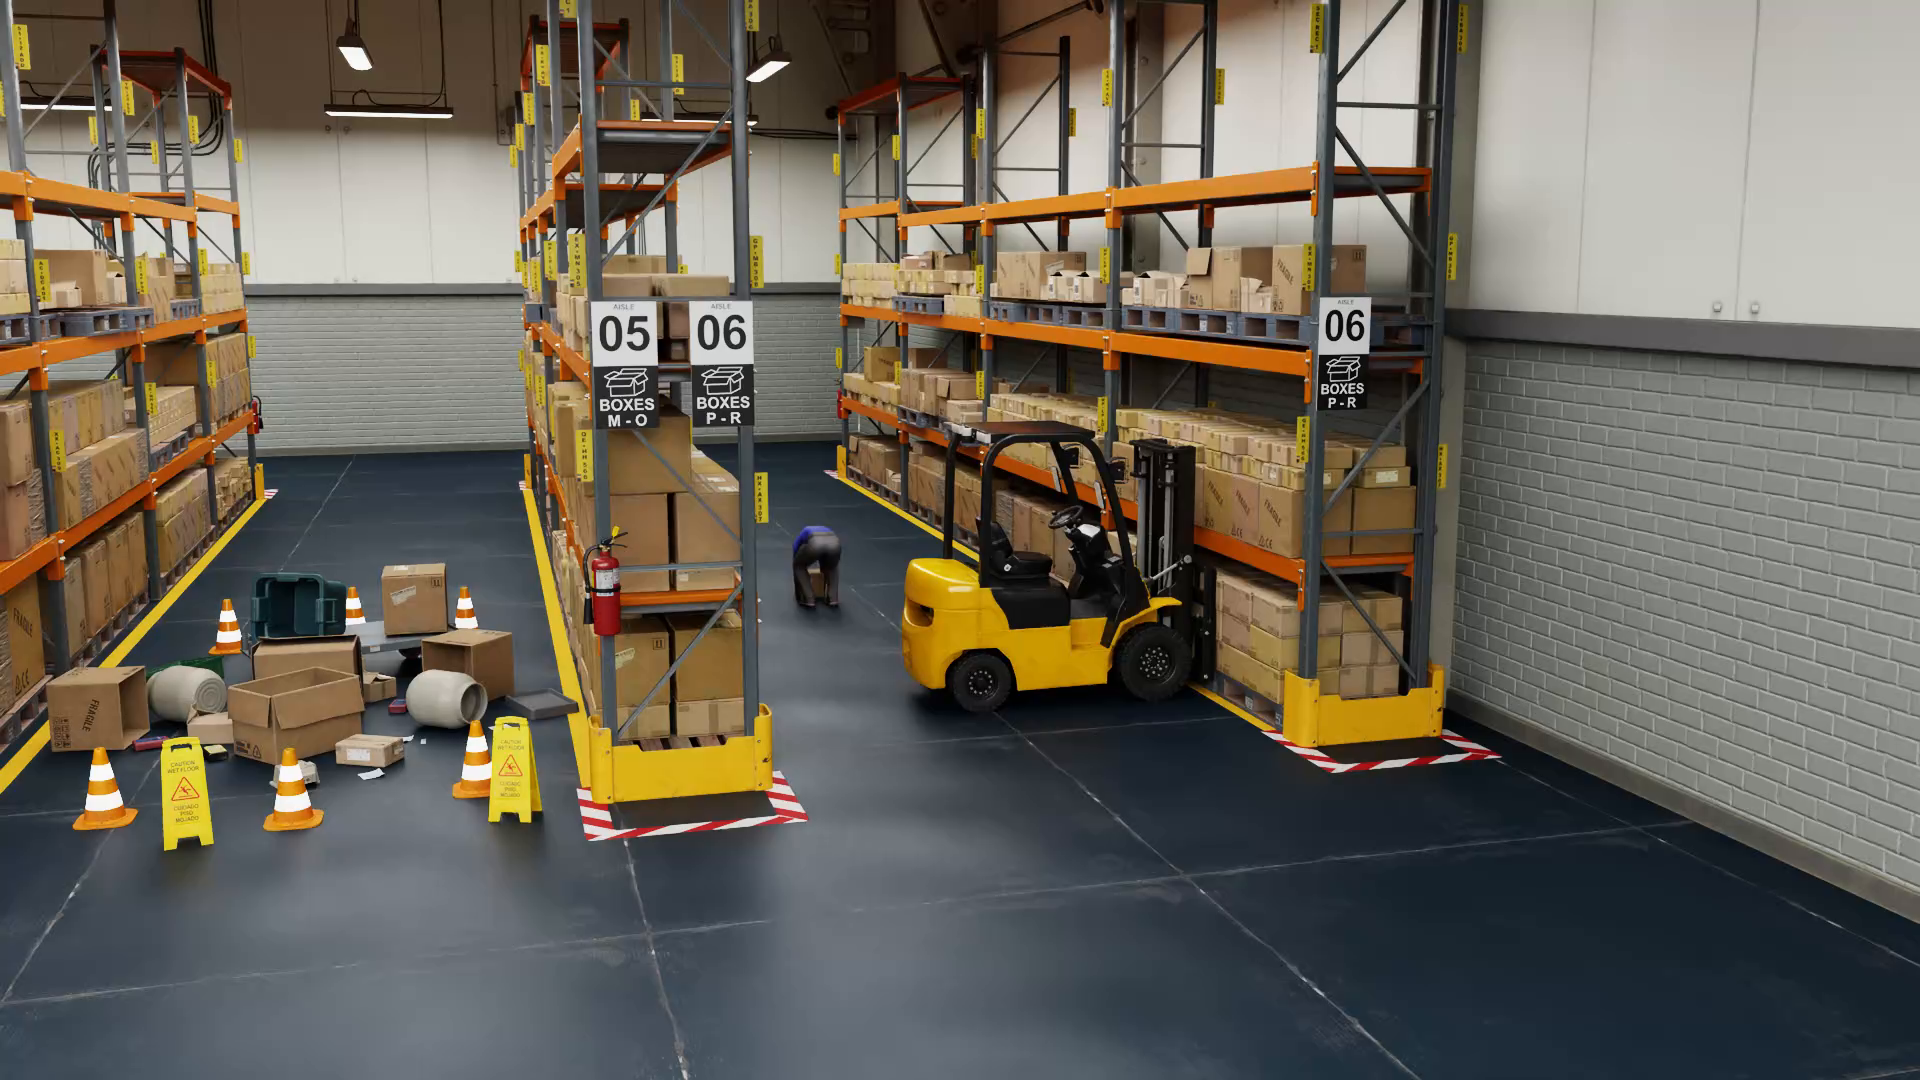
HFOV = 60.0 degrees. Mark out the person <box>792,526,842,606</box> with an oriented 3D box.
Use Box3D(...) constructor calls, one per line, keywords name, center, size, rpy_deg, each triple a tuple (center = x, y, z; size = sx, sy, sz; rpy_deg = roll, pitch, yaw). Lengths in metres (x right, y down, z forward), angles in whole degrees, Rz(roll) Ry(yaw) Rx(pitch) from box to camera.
Box3D(name="person", center=(-1.484, 0.251, 17.060), size=(0.472, 0.803, 0.870), rpy_deg=(-3, 10, -18))
